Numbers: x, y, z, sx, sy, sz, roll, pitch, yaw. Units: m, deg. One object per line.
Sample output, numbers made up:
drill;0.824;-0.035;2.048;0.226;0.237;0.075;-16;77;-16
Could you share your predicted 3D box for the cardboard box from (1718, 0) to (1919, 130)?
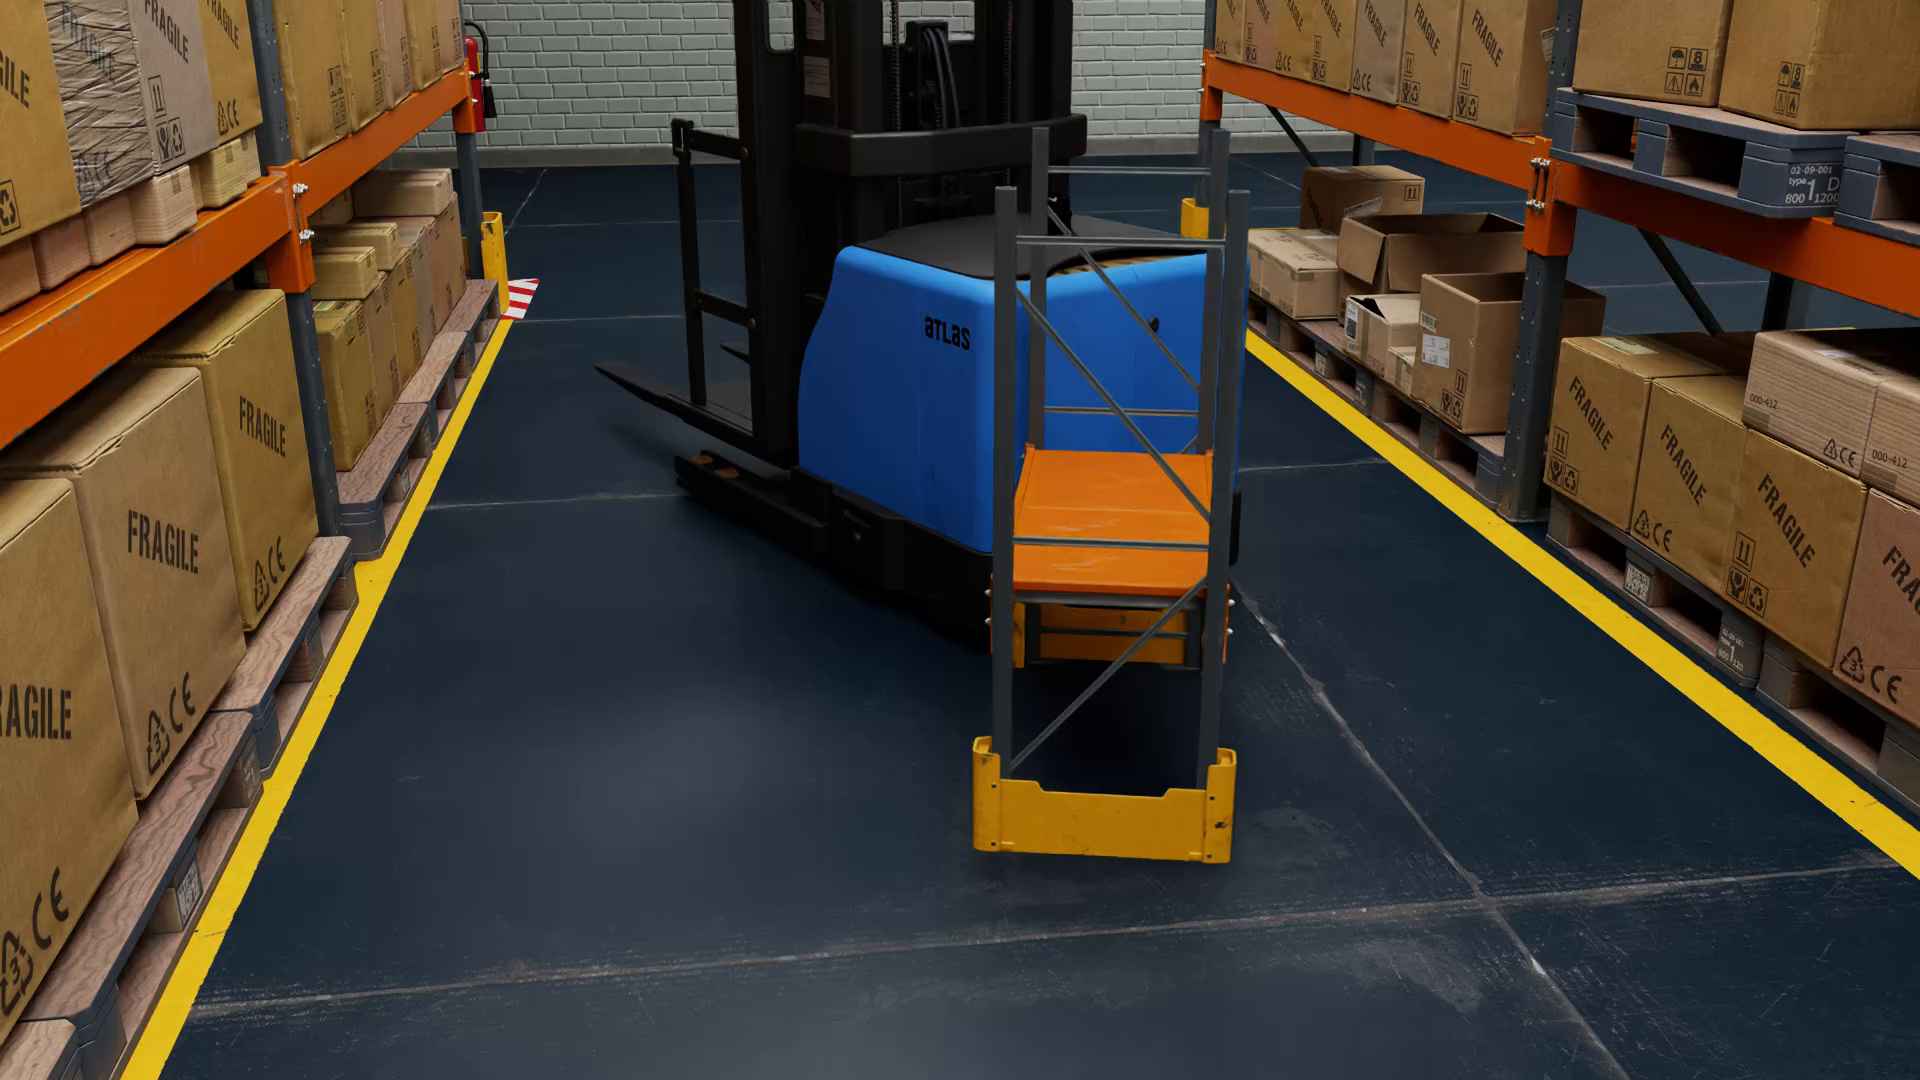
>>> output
cardboard box;2.434;-1.336;4.262;0.700;0.500;0.500;0;20;1

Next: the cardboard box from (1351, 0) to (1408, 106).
cardboard box;1.947;-2.065;6.816;0.500;0.500;0.500;-2;21;-7

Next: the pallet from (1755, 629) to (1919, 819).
pallet;2.759;0.507;4.057;1.003;0.211;1.213;-3;21;-8

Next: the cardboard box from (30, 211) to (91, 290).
cardboard box;-2.008;-0.598;3.360;0.380;0.149;0.250;-3;21;-9

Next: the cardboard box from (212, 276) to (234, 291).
cardboard box;-2.659;-0.785;5.575;0.380;0.149;0.250;-3;21;-8

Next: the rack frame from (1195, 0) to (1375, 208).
rack frame;1.848;-2.887;9.159;1.000;3.000;0.127;-3;21;-8

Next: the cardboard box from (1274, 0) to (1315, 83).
cardboard box;1.800;-2.415;7.751;0.500;0.500;0.500;-3;21;-8

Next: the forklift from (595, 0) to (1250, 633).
forklift;-0.388;-1.556;5.694;1.130;2.935;3.031;-15;25;-34

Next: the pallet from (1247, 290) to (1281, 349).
pallet;1.975;-1.278;8.838;1.003;0.211;1.213;-3;21;-8

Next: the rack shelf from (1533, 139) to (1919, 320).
rack shelf;2.713;-0.473;3.723;1.077;0.370;4.000;-3;21;-8

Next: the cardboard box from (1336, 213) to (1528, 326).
cardboard box;2.149;-1.189;7.552;0.797;0.503;0.637;-3;21;-8

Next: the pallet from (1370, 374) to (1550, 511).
pallet;2.327;-0.434;6.576;1.003;0.211;1.213;-3;21;-8

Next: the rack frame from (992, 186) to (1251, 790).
rack frame;0.320;0.011;3.541;0.500;1.500;0.032;2;21;6

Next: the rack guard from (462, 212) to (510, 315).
rack guard;-3.057;-1.473;8.946;1.175;0.500;0.348;-3;21;-8

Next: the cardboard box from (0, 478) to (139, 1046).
cardboard box;-1.996;0.379;2.886;0.750;0.750;0.750;-3;21;-8

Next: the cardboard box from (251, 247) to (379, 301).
cardboard box;-2.352;-0.973;6.078;0.380;0.149;0.250;-2;21;-6

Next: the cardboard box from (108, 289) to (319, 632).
cardboard box;-2.254;-0.222;4.496;0.750;0.750;0.750;-3;21;-7

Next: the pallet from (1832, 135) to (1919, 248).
pallet;2.716;-0.700;3.579;1.003;0.211;1.213;-3;21;-8

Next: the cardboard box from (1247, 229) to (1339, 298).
cardboard box;1.718;-1.429;8.557;0.500;0.250;0.500;-3;21;-8

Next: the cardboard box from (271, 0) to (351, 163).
cardboard box;-2.539;-1.580;5.231;0.980;0.700;0.700;-3;21;-7

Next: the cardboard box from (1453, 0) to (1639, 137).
cardboard box;2.099;-1.709;5.862;0.500;0.500;0.500;-3;21;-7

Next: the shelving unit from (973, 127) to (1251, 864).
shelving unit;0.379;-0.168;4.022;0.587;1.500;1.083;2;21;6

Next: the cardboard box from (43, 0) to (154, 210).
cardboard box;-2.013;-0.949;3.373;0.500;0.500;0.500;-3;21;-8

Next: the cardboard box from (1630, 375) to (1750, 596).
cardboard box;2.341;-0.173;4.837;0.500;0.500;0.500;-3;21;-7

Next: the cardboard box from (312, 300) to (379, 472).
cardboard box;-2.483;-0.541;5.850;0.700;0.500;0.500;-3;21;-7

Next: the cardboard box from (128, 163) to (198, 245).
cardboard box;-1.999;-0.773;3.830;0.380;0.149;0.250;-3;21;-8

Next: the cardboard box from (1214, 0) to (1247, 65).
cardboard box;1.651;-2.767;8.695;0.500;0.500;0.500;-2;21;-7

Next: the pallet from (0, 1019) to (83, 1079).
pallet;-1.939;1.163;2.299;1.003;0.211;1.213;-3;21;-8

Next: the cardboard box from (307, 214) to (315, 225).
cardboard box;-2.849;-1.235;6.781;0.380;0.149;0.250;-3;21;-9

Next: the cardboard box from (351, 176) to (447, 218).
cardboard box;-2.617;-1.605;7.770;0.380;0.149;0.250;-2;21;-6

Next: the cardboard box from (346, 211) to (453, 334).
cardboard box;-2.781;-1.251;7.751;0.700;0.500;0.500;-3;21;-8

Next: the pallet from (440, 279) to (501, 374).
pallet;-2.861;-1.057;8.244;1.003;0.211;1.213;-3;21;-8

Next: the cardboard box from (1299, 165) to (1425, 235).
cardboard box;2.170;-1.746;9.049;0.500;0.500;0.500;-3;21;-8

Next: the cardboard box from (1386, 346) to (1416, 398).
cardboard box;1.949;-0.683;6.702;0.380;0.149;0.250;-3;21;-8

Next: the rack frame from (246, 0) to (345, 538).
rack frame;-2.477;-1.251;4.779;1.000;3.000;0.127;-3;21;-8

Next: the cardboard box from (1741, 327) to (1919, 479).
cardboard box;2.398;-0.363;4.272;0.500;0.250;0.500;-3;21;-8

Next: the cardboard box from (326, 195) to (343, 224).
cardboard box;-2.922;-1.411;7.253;0.380;0.149;0.250;-3;21;-7

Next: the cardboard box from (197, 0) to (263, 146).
cardboard box;-2.161;-1.299;4.312;0.500;0.500;0.500;-3;21;-9

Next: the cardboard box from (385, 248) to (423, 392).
cardboard box;-2.624;-0.893;6.792;0.700;0.500;0.500;-2;21;-6

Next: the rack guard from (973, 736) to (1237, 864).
rack guard;0.324;0.590;3.777;0.587;0.250;0.087;2;21;6

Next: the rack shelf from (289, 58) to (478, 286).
rack shelf;-2.765;-1.606;6.758;1.077;0.370;4.000;-3;21;-8

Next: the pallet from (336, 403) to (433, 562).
pallet;-2.509;-0.212;5.982;1.003;0.211;1.213;-3;21;-8

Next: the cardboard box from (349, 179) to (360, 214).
cardboard box;-2.995;-1.586;7.721;0.380;0.149;0.250;-3;21;-8

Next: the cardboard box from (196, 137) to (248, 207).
cardboard box;-2.088;-0.954;4.313;0.380;0.149;0.250;-3;21;-7

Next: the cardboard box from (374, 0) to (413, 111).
cardboard box;-2.753;-2.085;6.582;0.980;0.700;0.700;-4;21;-10

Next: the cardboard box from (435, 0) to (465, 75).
cardboard box;-2.970;-2.600;7.963;0.980;0.700;0.700;-2;21;-5

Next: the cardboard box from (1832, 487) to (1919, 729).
cardboard box;2.478;0.175;3.904;0.500;0.500;0.500;-4;21;-10
